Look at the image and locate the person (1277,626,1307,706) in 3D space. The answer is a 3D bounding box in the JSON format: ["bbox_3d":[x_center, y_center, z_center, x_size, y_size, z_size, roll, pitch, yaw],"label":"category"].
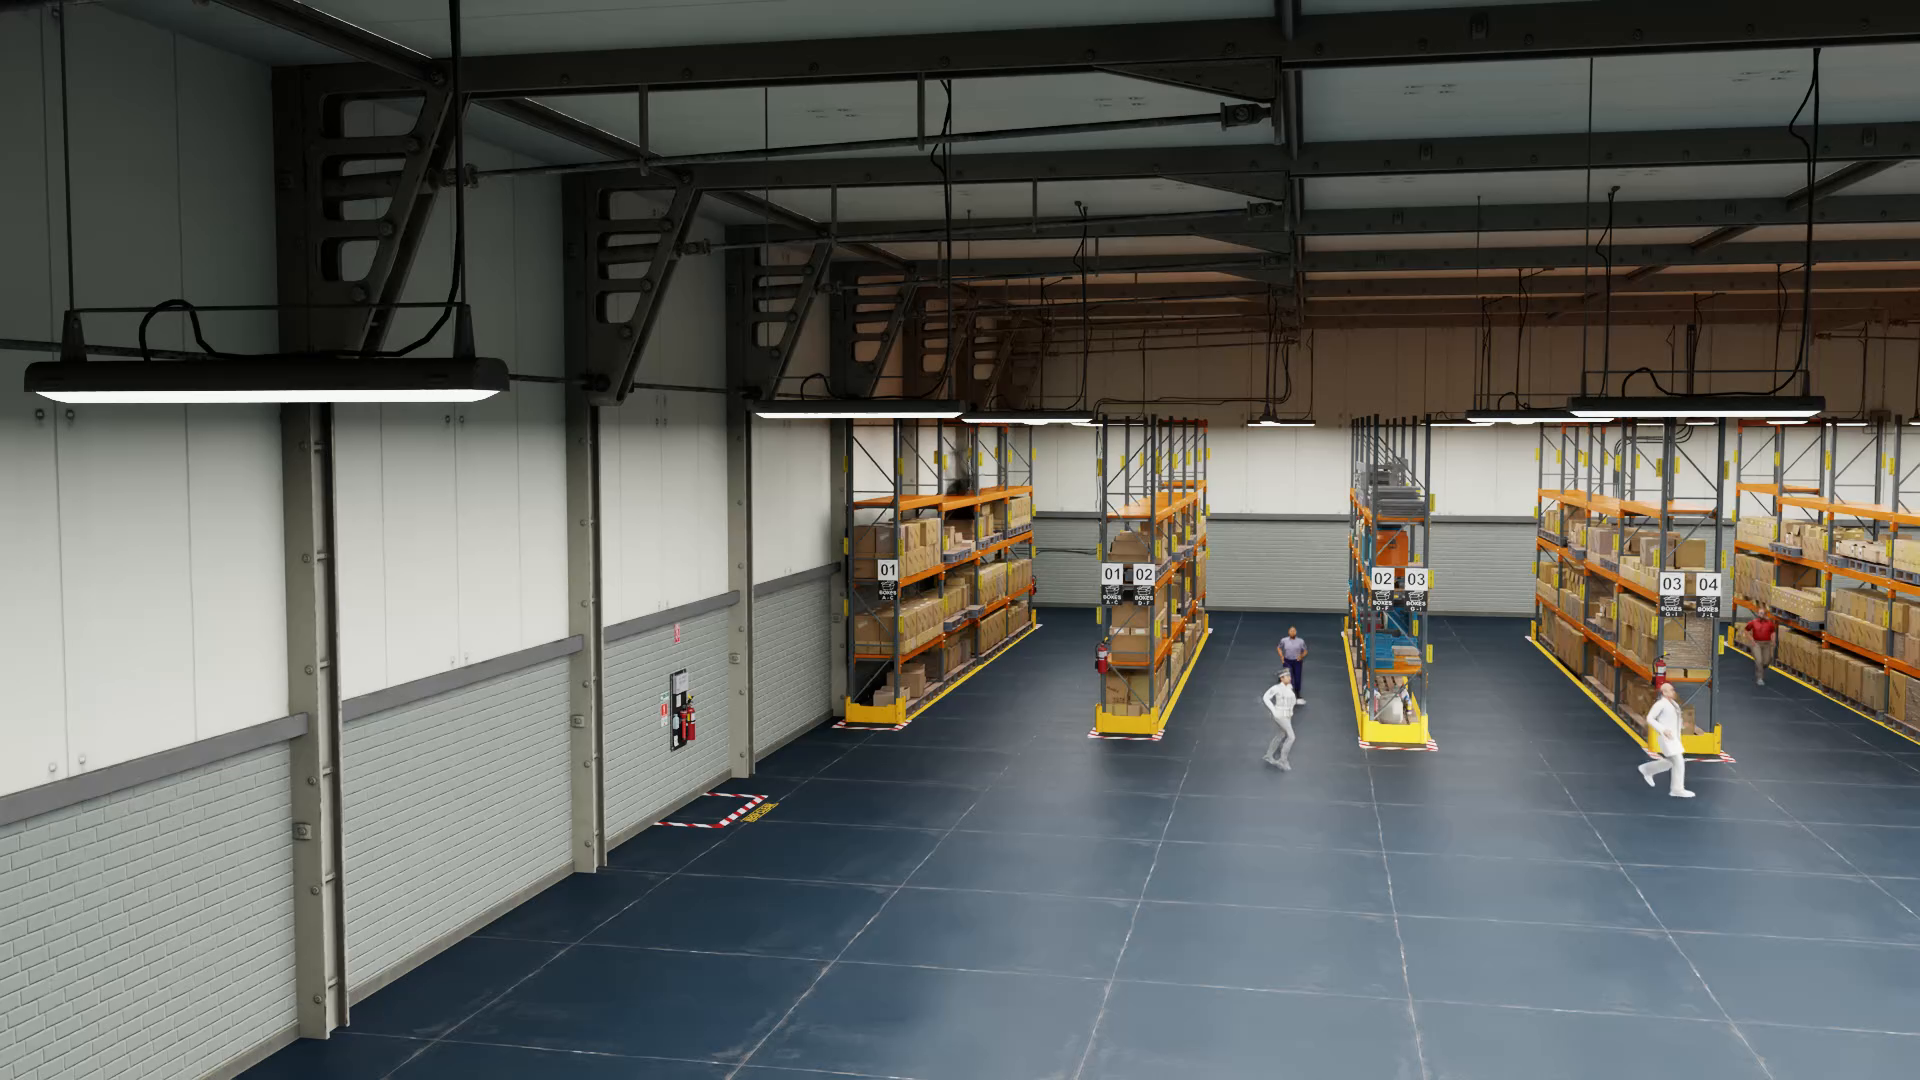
[{"bbox_3d":[6.910,2.603,34.601,0.615,1.632,0.743,1,4,9],"label":"person"}]

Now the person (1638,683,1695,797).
[{"bbox_3d":[11.055,3.114,26.023,0.916,1.747,0.720,4,5,44],"label":"person"}]

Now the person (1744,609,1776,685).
[{"bbox_3d":[18.068,2.394,37.555,0.664,1.694,0.675,1,4,11],"label":"person"}]

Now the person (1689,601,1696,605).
[{"bbox_3d":[19.114,1.957,44.035,0.792,1.739,0.630,3,5,39],"label":"person"}]

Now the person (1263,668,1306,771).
[{"bbox_3d":[5.459,3.014,28.083,0.731,1.746,0.604,3,5,40],"label":"person"}]
